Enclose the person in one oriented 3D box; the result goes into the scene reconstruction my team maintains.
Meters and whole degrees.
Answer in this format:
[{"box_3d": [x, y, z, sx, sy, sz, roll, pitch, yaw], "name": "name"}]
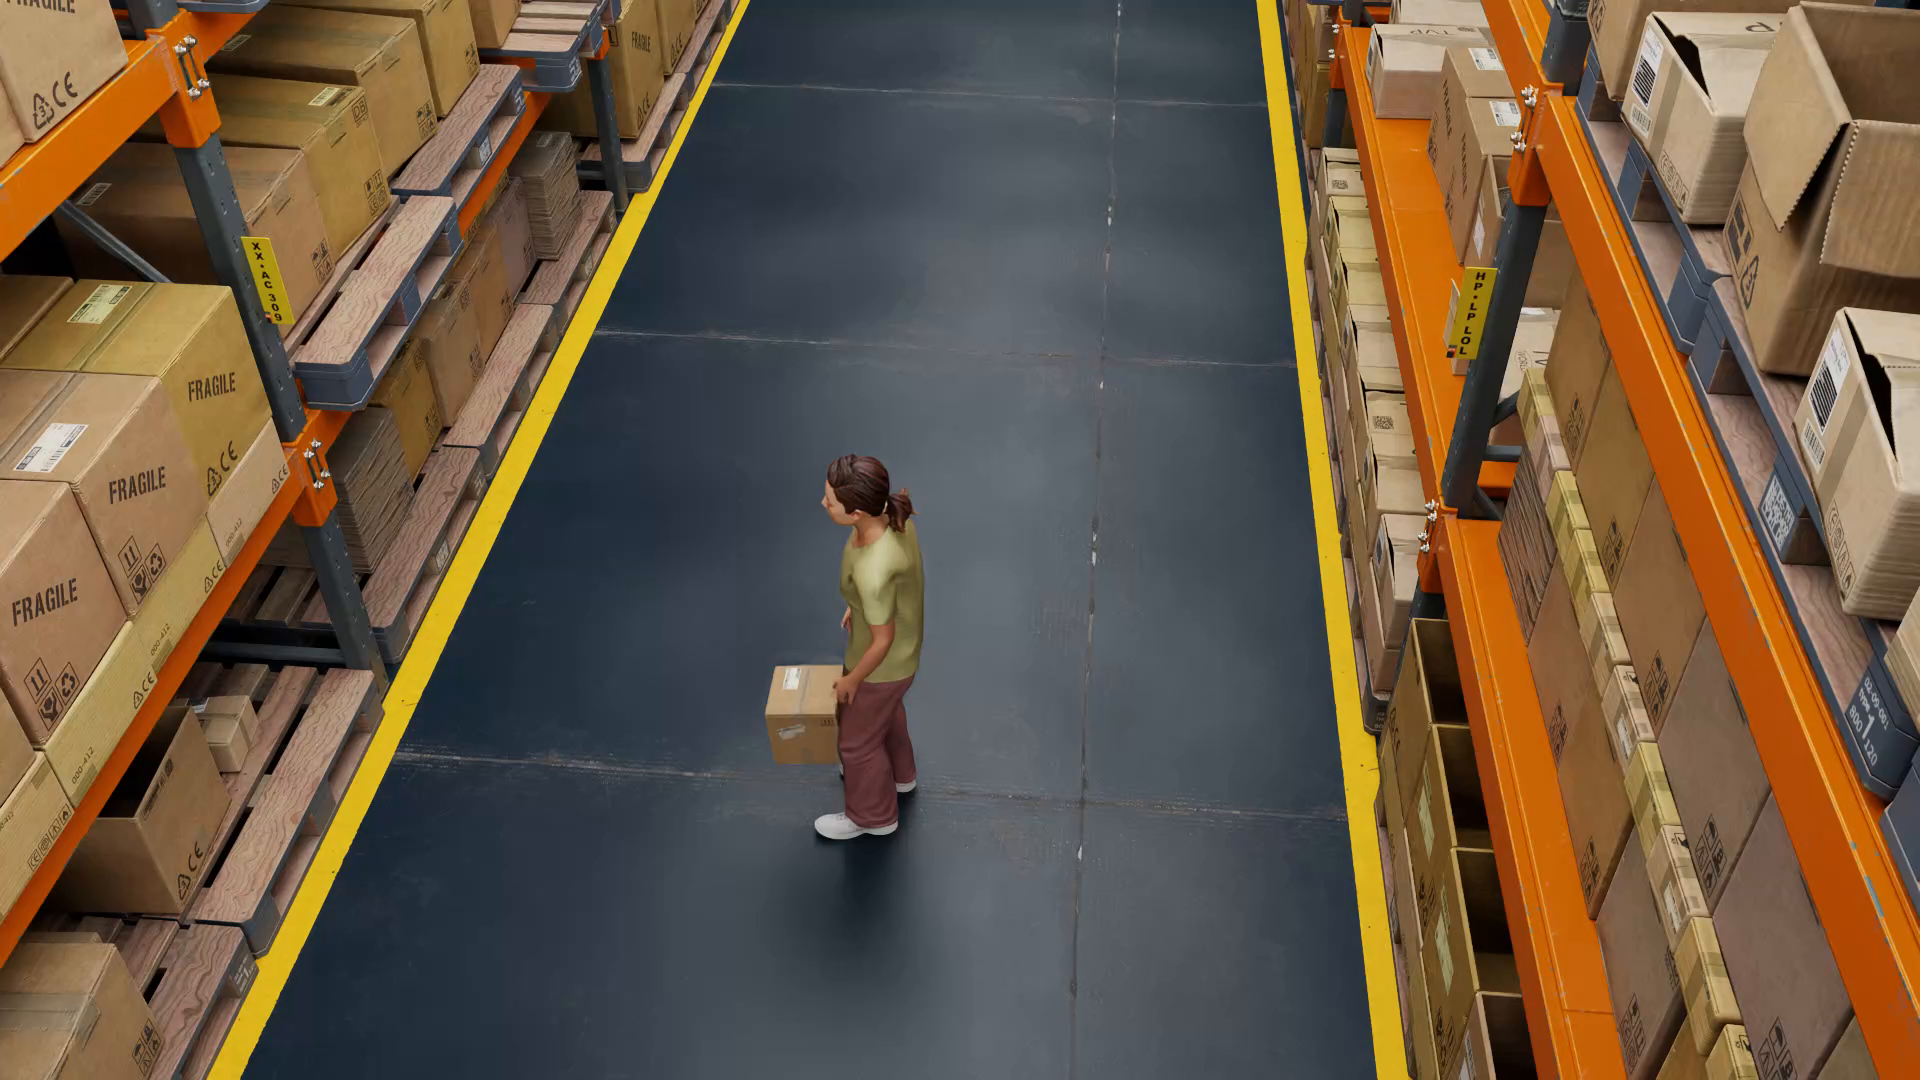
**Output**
[{"box_3d": [-0.332, 0.383, 5.703, 0.402, 1.676, 0.481, 2, 40, 3], "name": "person"}]
